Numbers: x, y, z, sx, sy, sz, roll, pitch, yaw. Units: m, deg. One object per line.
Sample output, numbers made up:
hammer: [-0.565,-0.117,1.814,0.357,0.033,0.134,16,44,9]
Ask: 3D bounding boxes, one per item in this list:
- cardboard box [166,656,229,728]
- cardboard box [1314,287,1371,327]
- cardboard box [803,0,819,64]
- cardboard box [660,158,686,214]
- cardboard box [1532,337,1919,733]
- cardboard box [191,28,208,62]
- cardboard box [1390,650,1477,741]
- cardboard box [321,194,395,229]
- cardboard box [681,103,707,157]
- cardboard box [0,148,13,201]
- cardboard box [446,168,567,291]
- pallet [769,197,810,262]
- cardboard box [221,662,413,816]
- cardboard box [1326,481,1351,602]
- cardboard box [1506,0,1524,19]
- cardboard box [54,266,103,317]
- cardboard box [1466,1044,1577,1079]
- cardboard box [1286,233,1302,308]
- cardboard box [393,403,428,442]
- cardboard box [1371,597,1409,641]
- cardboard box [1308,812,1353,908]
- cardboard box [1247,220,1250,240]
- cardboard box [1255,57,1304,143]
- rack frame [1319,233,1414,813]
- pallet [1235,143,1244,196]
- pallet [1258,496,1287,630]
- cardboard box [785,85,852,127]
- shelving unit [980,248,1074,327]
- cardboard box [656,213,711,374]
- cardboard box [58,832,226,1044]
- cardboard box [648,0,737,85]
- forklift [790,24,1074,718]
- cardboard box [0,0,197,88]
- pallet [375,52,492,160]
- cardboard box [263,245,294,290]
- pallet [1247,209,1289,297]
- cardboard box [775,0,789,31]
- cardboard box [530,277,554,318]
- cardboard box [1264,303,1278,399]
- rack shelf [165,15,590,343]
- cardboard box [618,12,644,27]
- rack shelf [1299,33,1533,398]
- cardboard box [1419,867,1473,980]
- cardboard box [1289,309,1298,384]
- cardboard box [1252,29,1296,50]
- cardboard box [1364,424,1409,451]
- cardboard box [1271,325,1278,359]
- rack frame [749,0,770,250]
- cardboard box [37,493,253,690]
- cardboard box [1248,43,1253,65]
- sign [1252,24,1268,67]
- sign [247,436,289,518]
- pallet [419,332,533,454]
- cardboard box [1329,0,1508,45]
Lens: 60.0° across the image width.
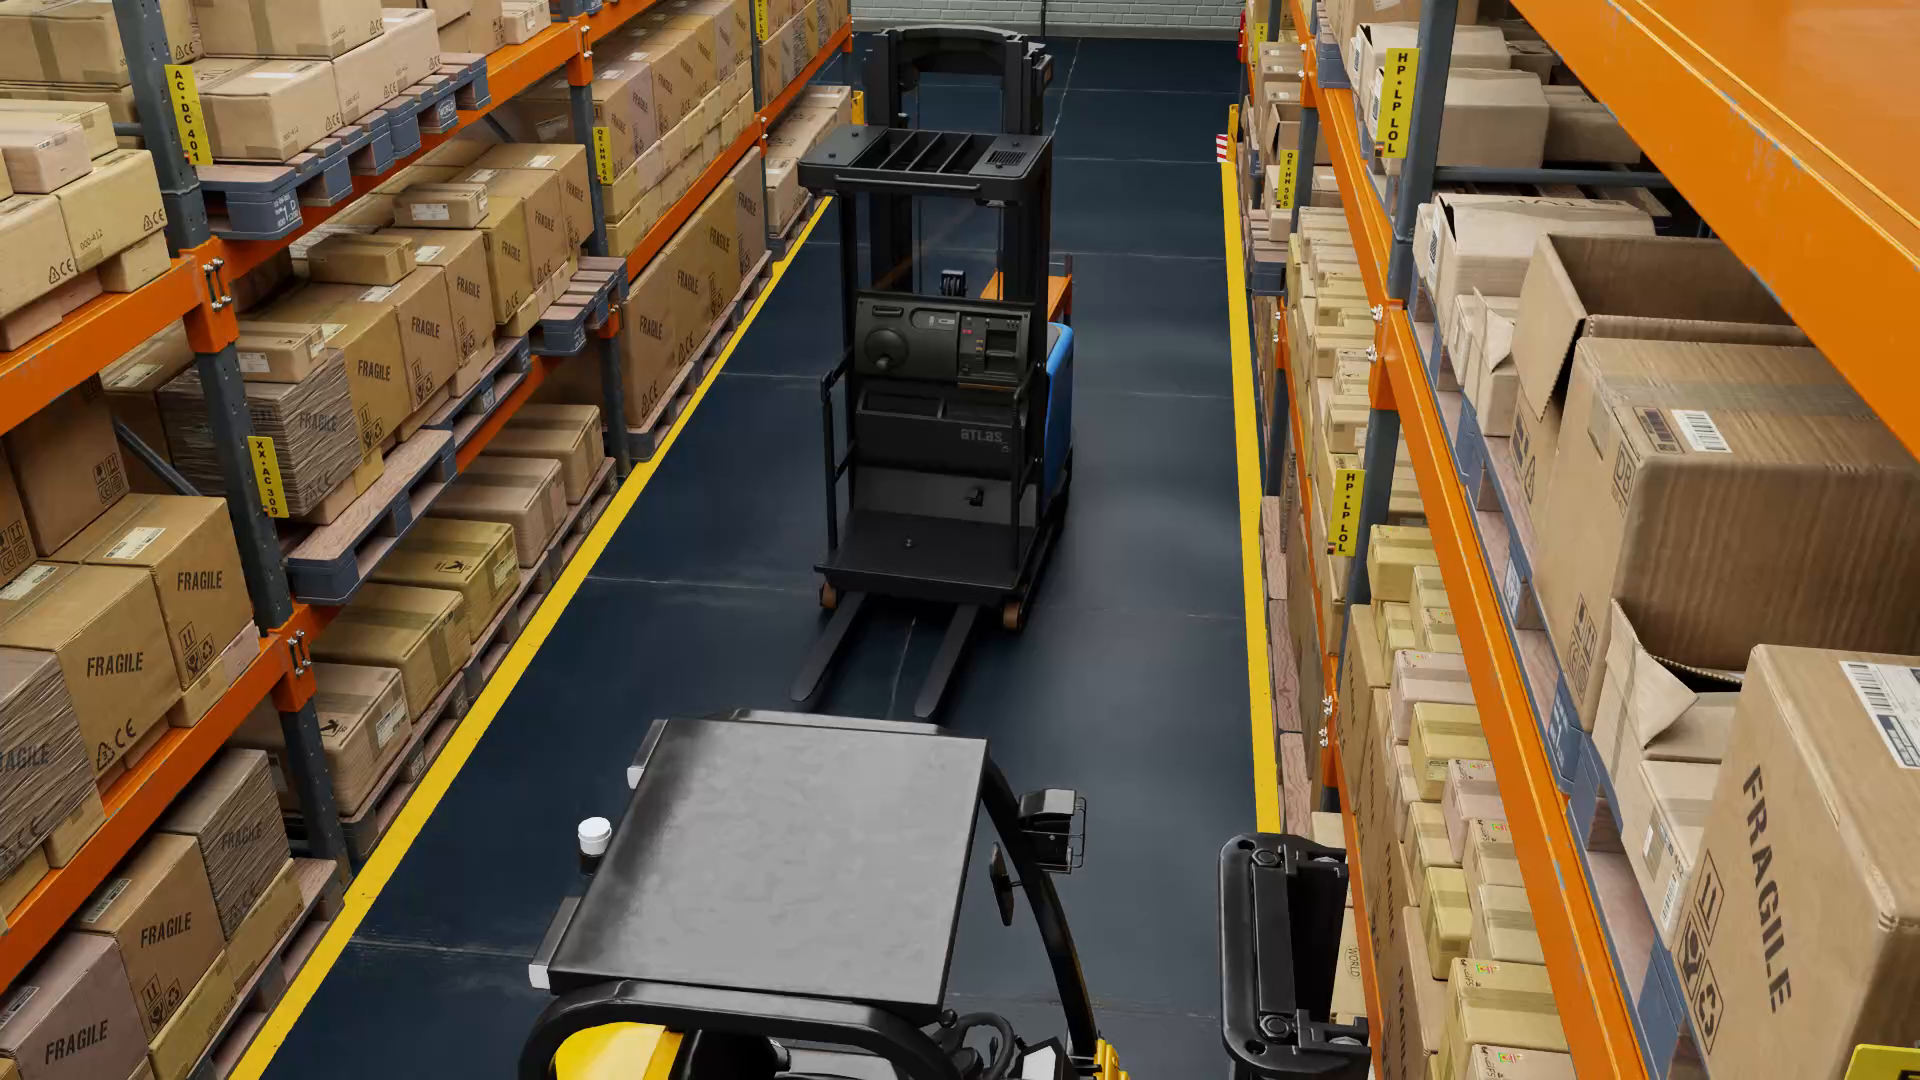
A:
cardboard box: [-2.841,0.521,5.885,0.380,0.149,0.250,4,29,7]
cardboard box: [1.858,-1.061,7.767,0.380,0.149,0.250,4,29,7]
cardboard box: [-1.586,-4.604,15.029,0.500,0.500,0.500,4,29,8]
cardboard box: [-2.165,-2.398,11.197,0.500,0.250,0.500,4,29,8]
cardboard box: [1.394,0.001,2.769,0.700,0.500,0.500,4,29,7]
cardboard box: [-3.085,-1.837,6.550,0.500,0.250,0.500,4,29,7]
cardboard box: [1.415,0.447,4.655,0.380,0.149,0.250,4,29,7]
cardboard box: [-2.990,-1.424,8.369,0.500,0.500,0.500,4,29,7]
cardboard box: [-2.070,-2.852,11.513,0.500,0.250,0.500,4,29,7]
cardboard box: [-2.979,-1.031,4.763,0.380,0.149,0.250,4,29,7]
cardboard box: [-2.422,-1.645,8.778,0.500,0.500,0.500,3,28,5]
pallet: [-1.929,-2.768,14.665,1.003,0.211,1.213,3,28,6]
cardboard box: [-3.018,0.849,7.340,0.950,0.372,0.625,4,29,7]
cardboard box: [1.653,0.011,6.199,0.500,0.250,0.500,3,28,5]
cardboard box: [2.502,-2.600,7.860,0.500,0.250,0.500,3,28,6]
cardboard box: [-2.934,-0.806,5.186,0.380,0.149,0.250,4,29,7]
cardboard box: [1.222,1.167,3.317,0.380,0.149,0.250,4,29,7]
cardboard box: [2.015,-1.433,8.879,0.500,0.250,0.500,3,28,6]
cardboard box: [-2.628,-0.566,7.460,0.380,0.149,0.250,4,29,7]
cardboard box: [1.547,0.216,5.398,0.380,0.149,0.250,3,28,5]
cardboard box: [1.476,1.205,5.752,0.500,0.250,0.500,3,28,5]
cardboard box: [2.604,-2.564,13.910,0.380,0.149,0.250,3,28,5]
cardboard box: [2.482,-3.126,11.841,0.700,0.500,0.500,4,29,7]
rack frame: [1.847,0.411,5.825,1.000,3.000,0.127,3,28,6]
pallet: [3.211,-3.599,16.208,1.003,0.211,1.213,3,28,6]
pallet: [2.197,0.141,9.266,1.003,0.211,1.213,3,28,6]
cardboard box: [-1.591,-4.265,16.763,0.875,0.438,0.875,2,28,4]
shelving unit: [0.373,-1.161,10.719,0.538,1.125,1.048,6,29,11]
cardboard box: [-2.309,-1.748,11.630,0.875,0.875,0.875,4,29,7]
cardboard box: [-2.947,1.353,5.742,0.500,0.500,0.500,4,29,7]
cardboard box: [-1.961,-3.657,12.216,0.500,0.500,0.500,4,29,7]
forklift: [-0.140,-1.002,8.520,1.130,2.935,3.031,6,29,11]
cardboard box: [-3.135,-1.816,5.984,0.500,0.250,0.500,4,29,7]
pallet: [-2.775,-1.887,7.125,1.213,0.211,1.003,3,28,6]
cardboard box: [-3.166,-1.208,7.283,0.380,0.149,0.250,2,28,4]
pallet: [2.350,-1.711,9.966,1.213,0.211,1.003,3,28,6]
cardboard box: [-1.733,-4.573,13.917,0.500,0.500,0.500,3,28,6]
cardboard box: [-2.383,-1.296,8.814,0.380,0.149,0.250,2,28,4]
cardboard box: [2.308,-1.250,11.100,0.500,0.500,0.500,5,29,8]
rack shelf: [-2.835,-1.821,7.564,1.077,0.370,4.000,3,28,6]
cardboard box: [-2.538,-3.459,11.848,0.500,0.500,0.500,3,28,5]
rack shelf: [2.092,-1.535,7.032,1.077,0.370,4.000,3,28,6]
cardboard box: [1.337,0.942,4.049,0.380,0.149,0.250,3,28,5]
cardboard box: [1.973,-0.975,8.556,0.500,0.250,0.500,3,28,5]
cardboard box: [2.832,-4.387,14.575,0.500,0.250,0.500,3,28,5]
cardboard box: [1.764,-0.327,6.406,0.380,0.149,0.250,3,28,6]
cardboard box: [2.149,-1.220,10.360,0.380,0.149,0.250,2,28,4]
rack frame: [-2.100,-3.642,13.347,1.000,3.000,0.127,3,28,6]
cardboard box: [-2.888,0.173,5.848,0.500,0.500,0.500,3,28,5]
cardboard box: [2.797,-4.385,14.992,0.380,0.149,0.250,3,28,5]
sign: [2.287,-3.764,12.662,0.100,0.325,0.005,3,28,6]
sign: [-2.541,-0.229,6.100,0.100,0.325,0.005,3,28,6]
pallet: [-2.792,-0.740,8.164,1.003,0.211,1.213,3,28,6]
cardboard box: [2.044,-2.496,7.403,0.700,0.500,0.500,3,28,5]
